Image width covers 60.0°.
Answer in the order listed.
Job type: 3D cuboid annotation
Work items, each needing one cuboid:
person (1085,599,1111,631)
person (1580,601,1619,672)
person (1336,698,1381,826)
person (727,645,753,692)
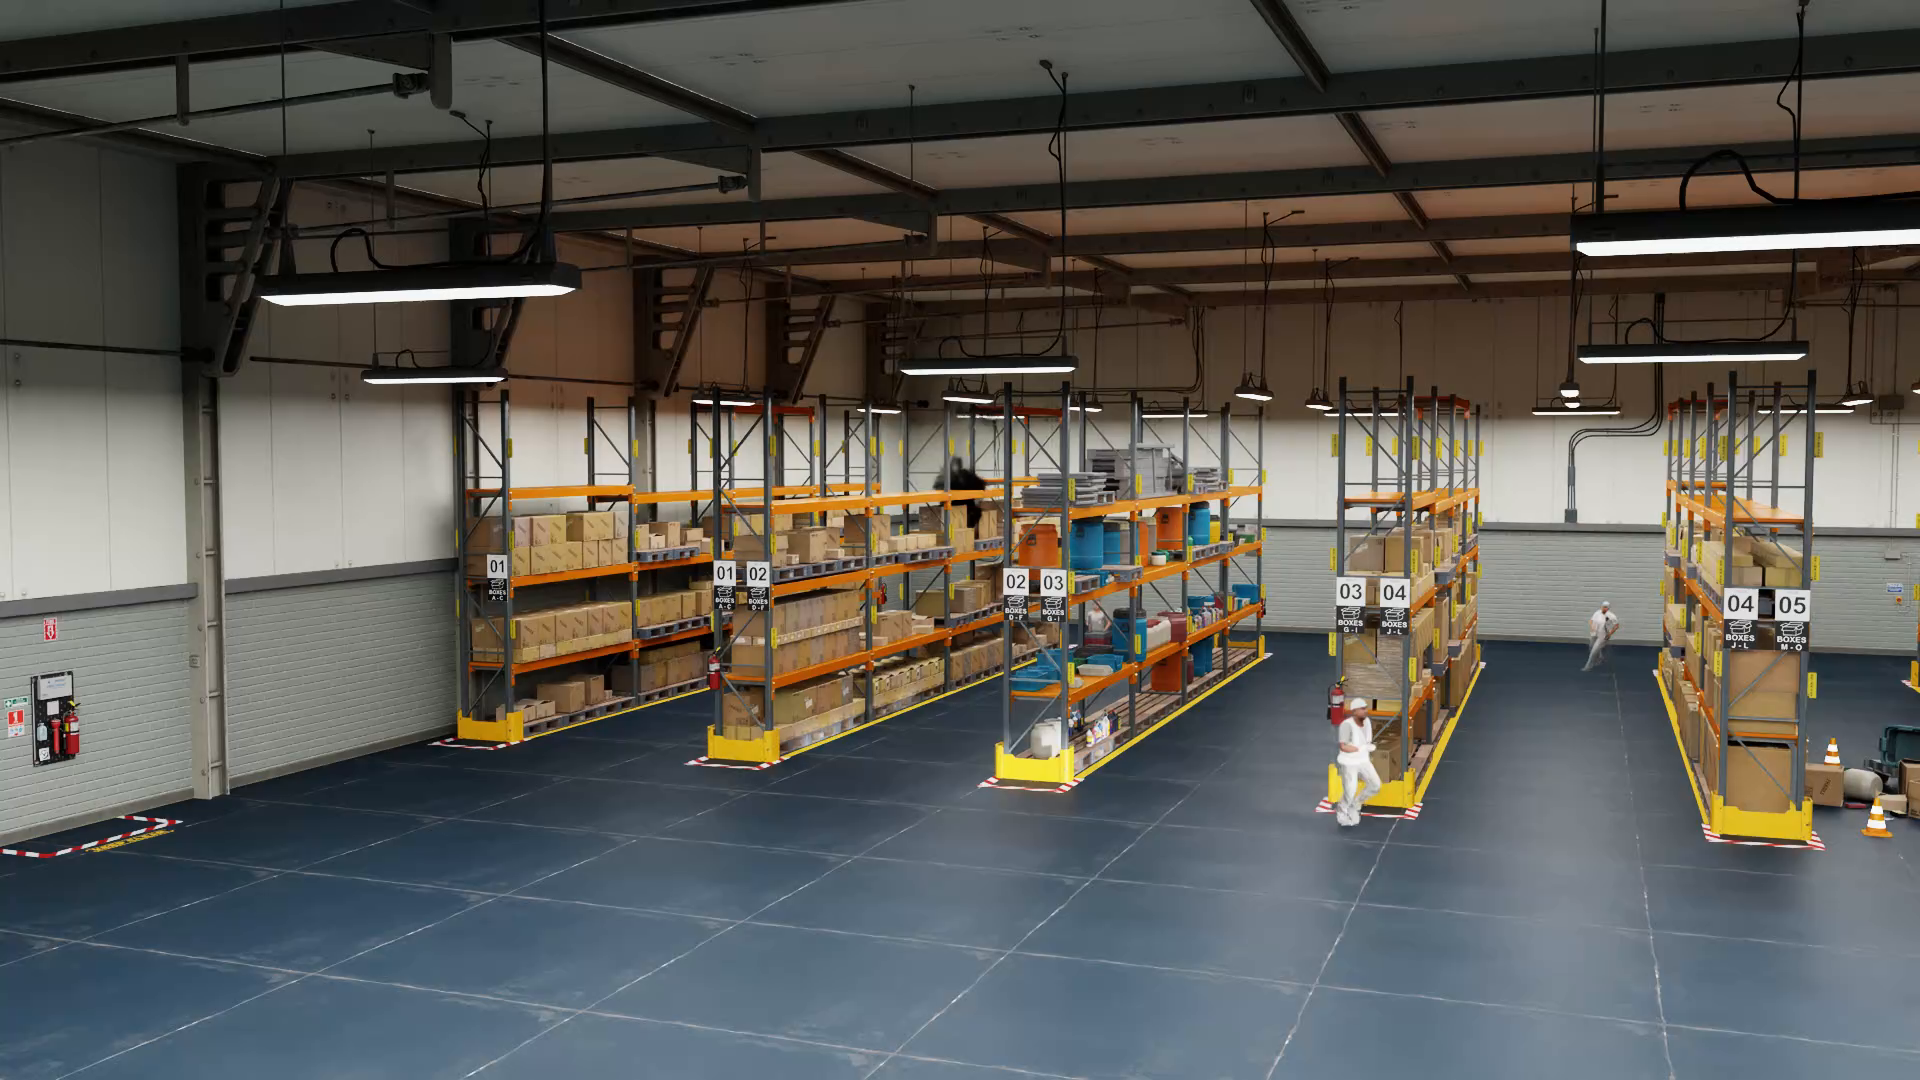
[{"bbox_3d":[3.049,2.132,37.022,0.552,1.630,0.585,1,3,13],"label":"person"},{"bbox_3d":[14.417,2.159,37.324,0.855,1.597,0.684,-3,4,-40],"label":"person"},{"bbox_3d":[5.216,2.917,21.744,0.727,1.724,0.757,-2,4,-34],"label":"person"},{"bbox_3d":[-3.947,2.414,30.255,0.690,1.789,1.046,1,3,14],"label":"person"}]
